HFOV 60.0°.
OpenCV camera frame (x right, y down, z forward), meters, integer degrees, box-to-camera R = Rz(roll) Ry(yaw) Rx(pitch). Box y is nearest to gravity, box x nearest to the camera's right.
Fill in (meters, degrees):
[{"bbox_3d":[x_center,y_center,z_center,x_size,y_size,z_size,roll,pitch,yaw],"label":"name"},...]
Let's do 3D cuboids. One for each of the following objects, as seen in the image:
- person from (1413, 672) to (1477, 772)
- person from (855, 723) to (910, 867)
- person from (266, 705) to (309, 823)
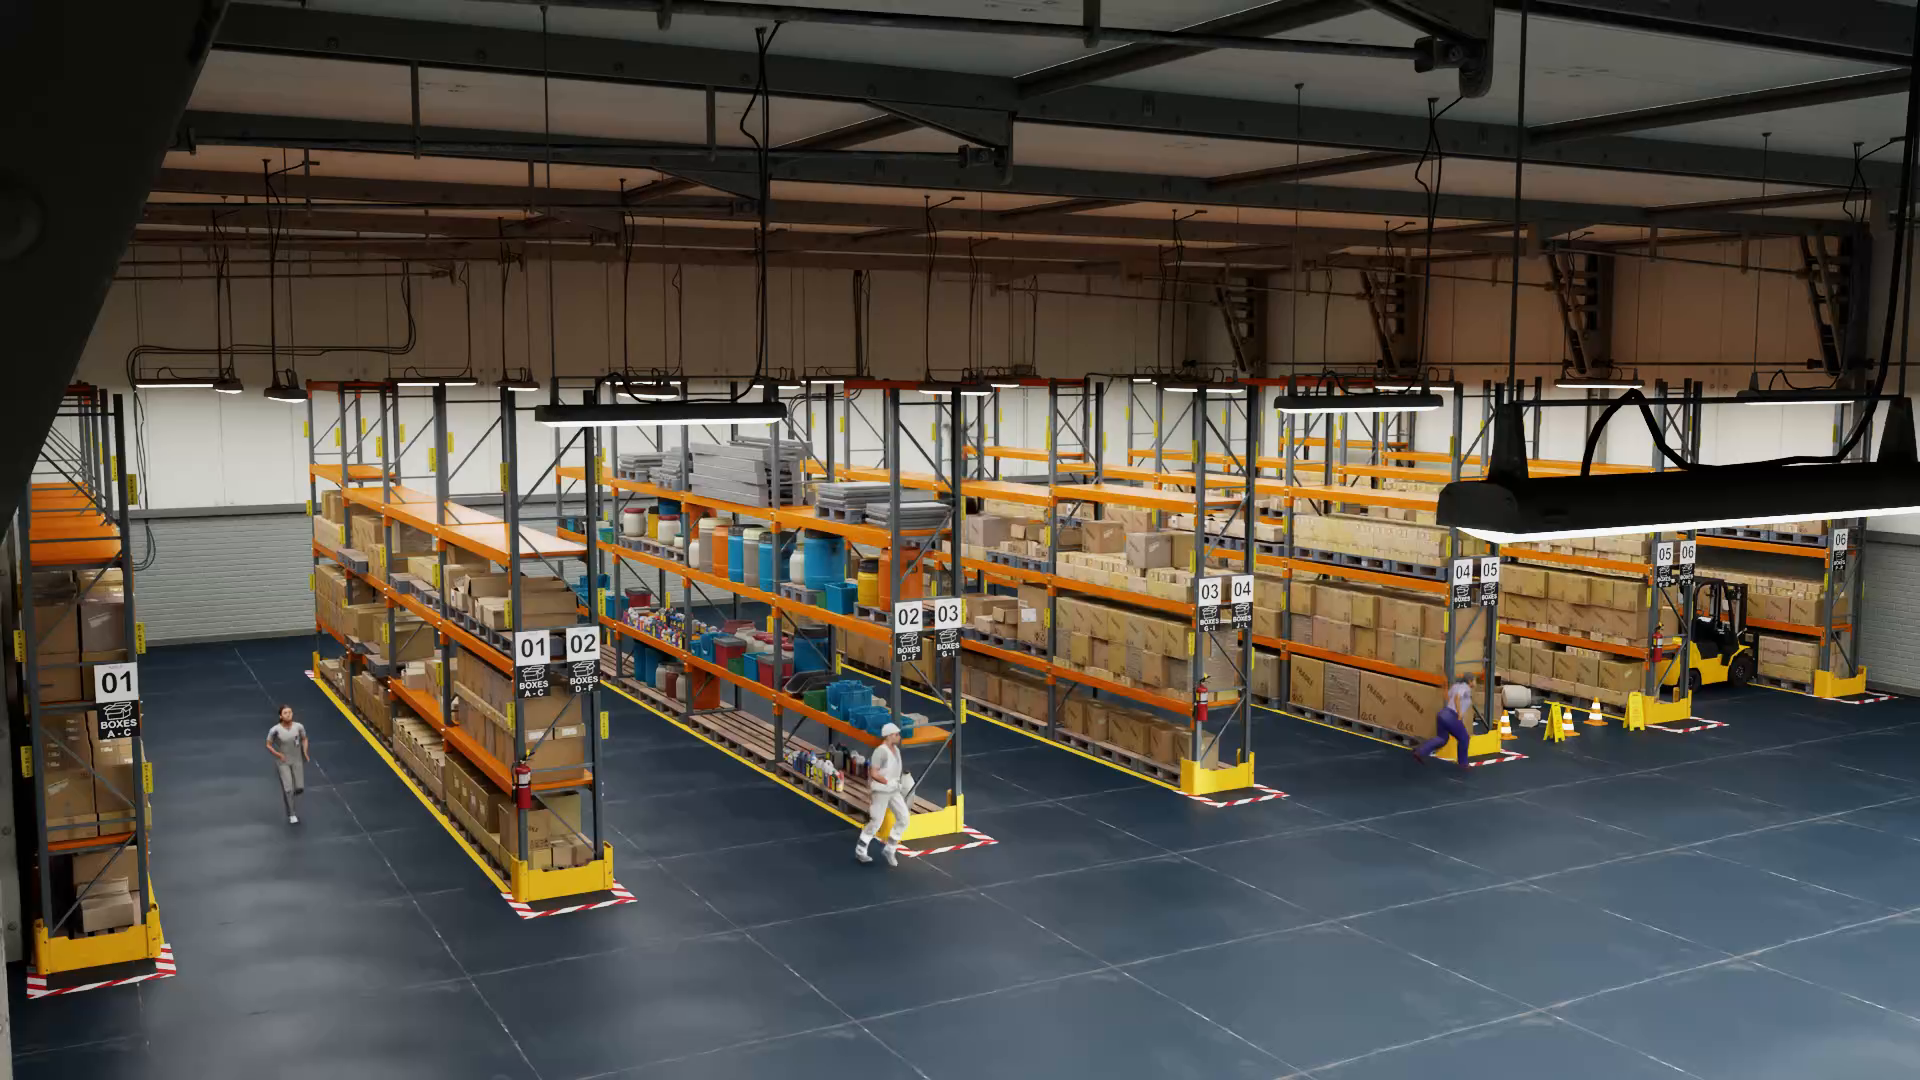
[{"bbox_3d":[7.530,2.843,25.748,0.951,1.612,0.640,0,6,0],"label":"person"},{"bbox_3d":[-0.925,3.217,21.099,0.653,1.805,0.721,3,7,30],"label":"person"},{"bbox_3d":[-9.309,3.083,23.049,0.565,1.630,0.572,-4,7,-35],"label":"person"}]
